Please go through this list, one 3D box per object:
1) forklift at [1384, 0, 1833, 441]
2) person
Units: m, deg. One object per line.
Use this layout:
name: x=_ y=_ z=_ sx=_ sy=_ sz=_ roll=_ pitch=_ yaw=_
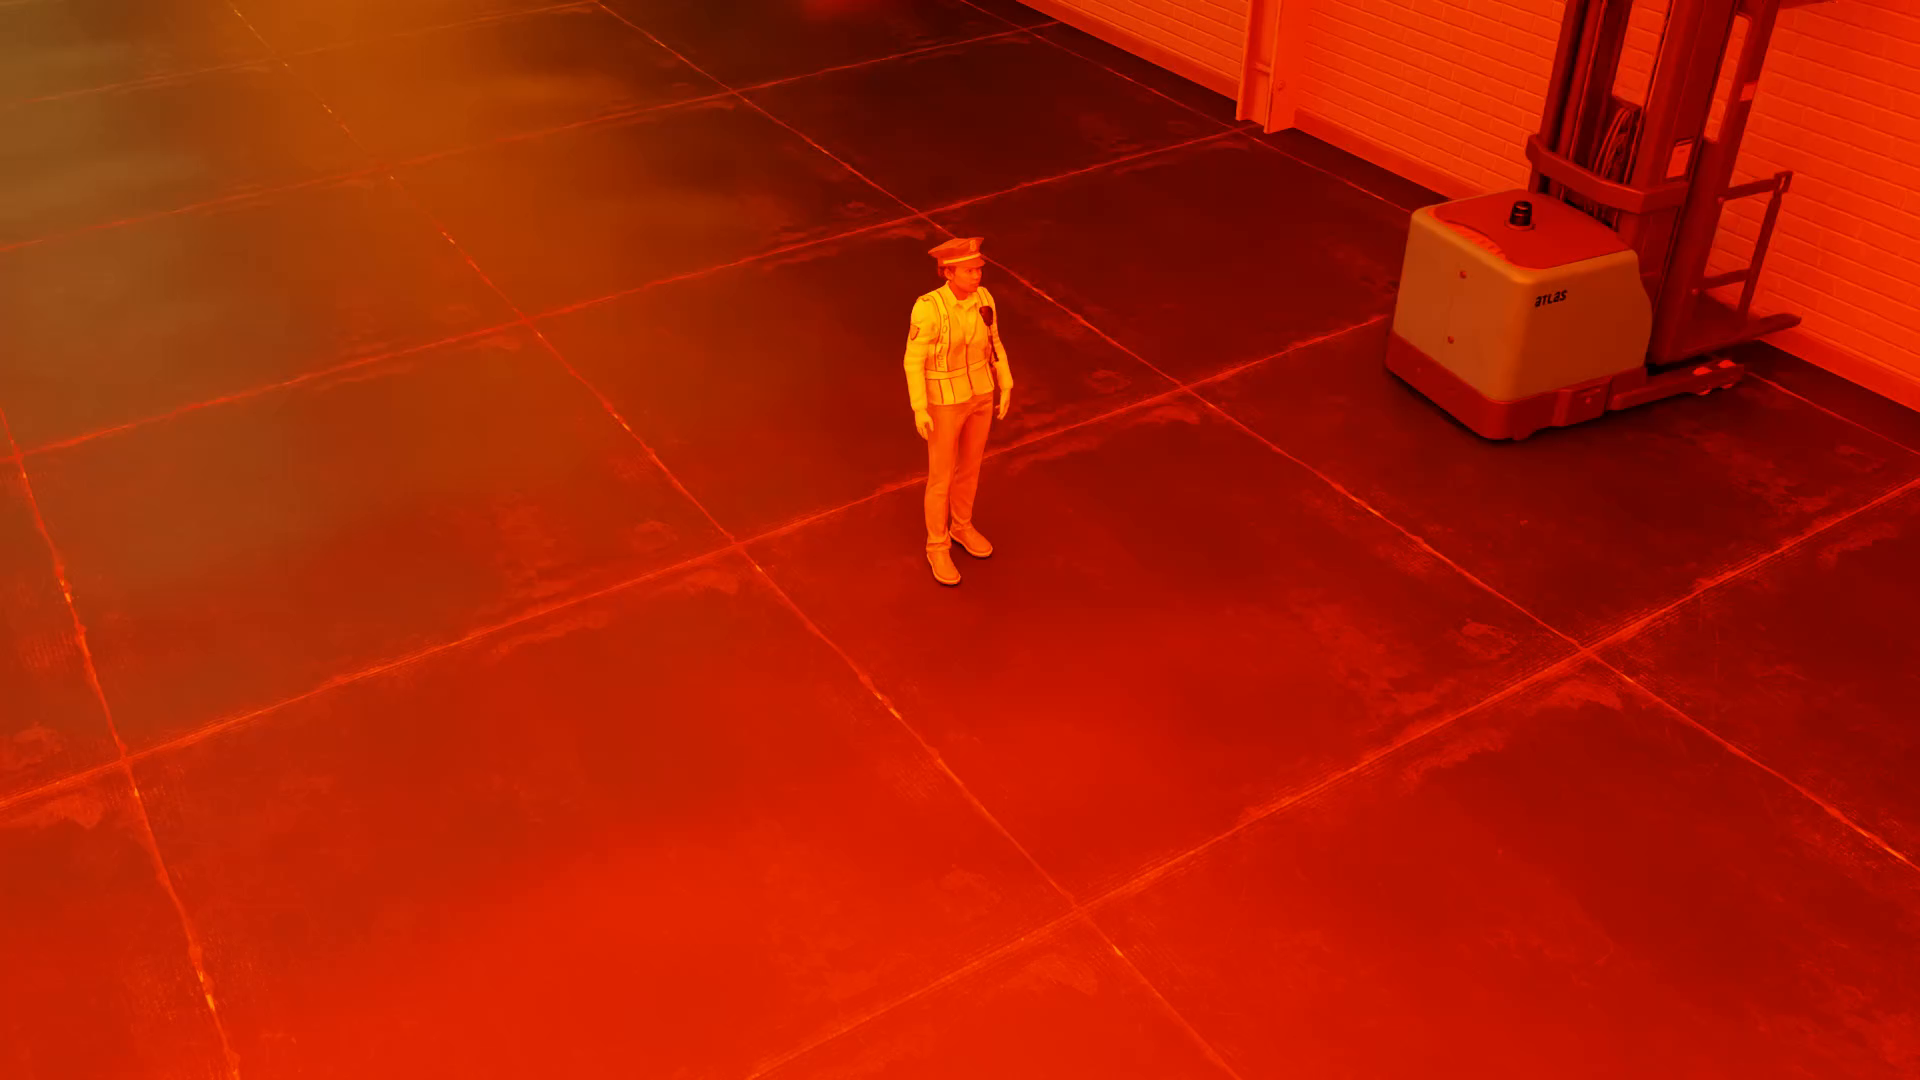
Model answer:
forklift: x=4.133 y=-2.323 z=9.454 sx=3.031 sy=2.935 sz=1.130 roll=-15 pitch=38 yaw=-20
person: x=0.031 y=-0.664 z=8.156 sx=0.586 sy=1.695 sz=0.531 roll=-21 pitch=40 yaw=-27
